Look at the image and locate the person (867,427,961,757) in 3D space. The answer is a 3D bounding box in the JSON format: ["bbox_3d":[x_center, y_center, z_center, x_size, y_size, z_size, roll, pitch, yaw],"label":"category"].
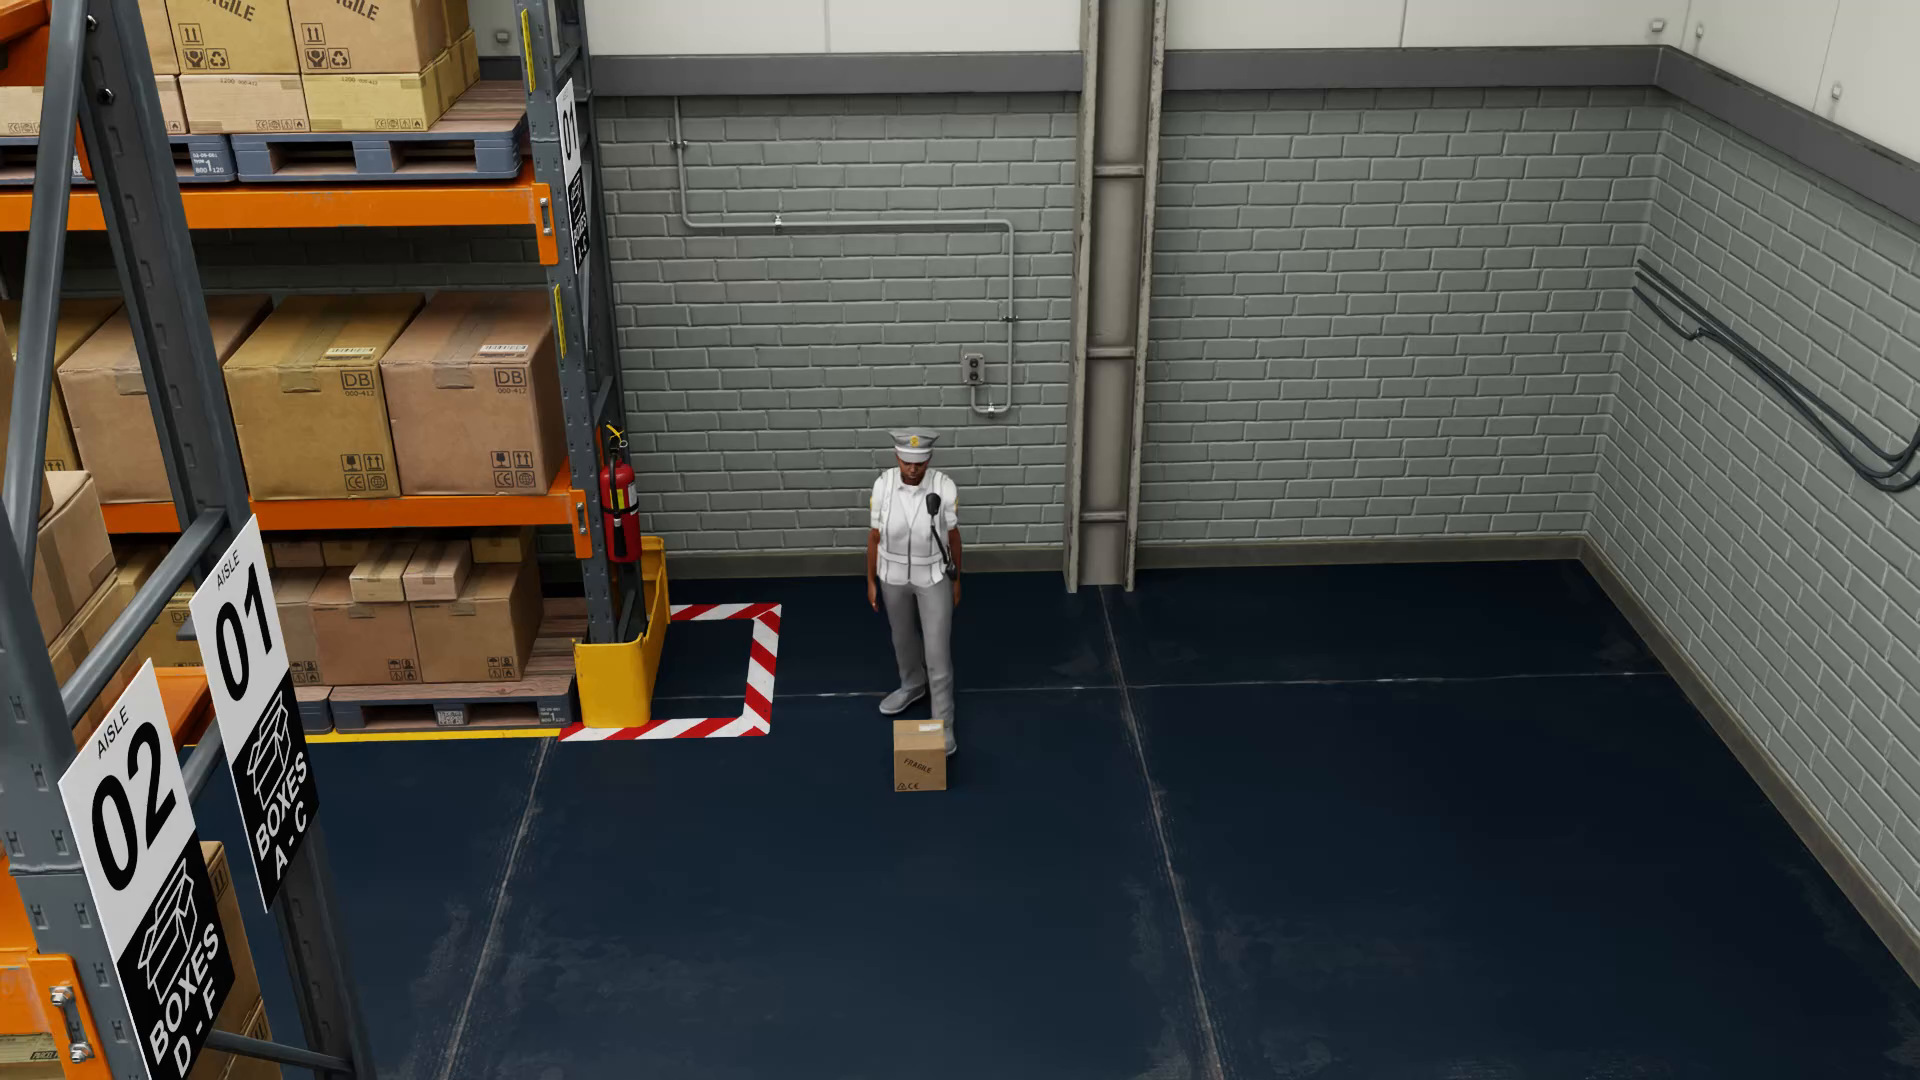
[{"bbox_3d":[-5.100,2.486,3.687,8.226,1.826,12.302,5,28,9],"label":"person"}]
